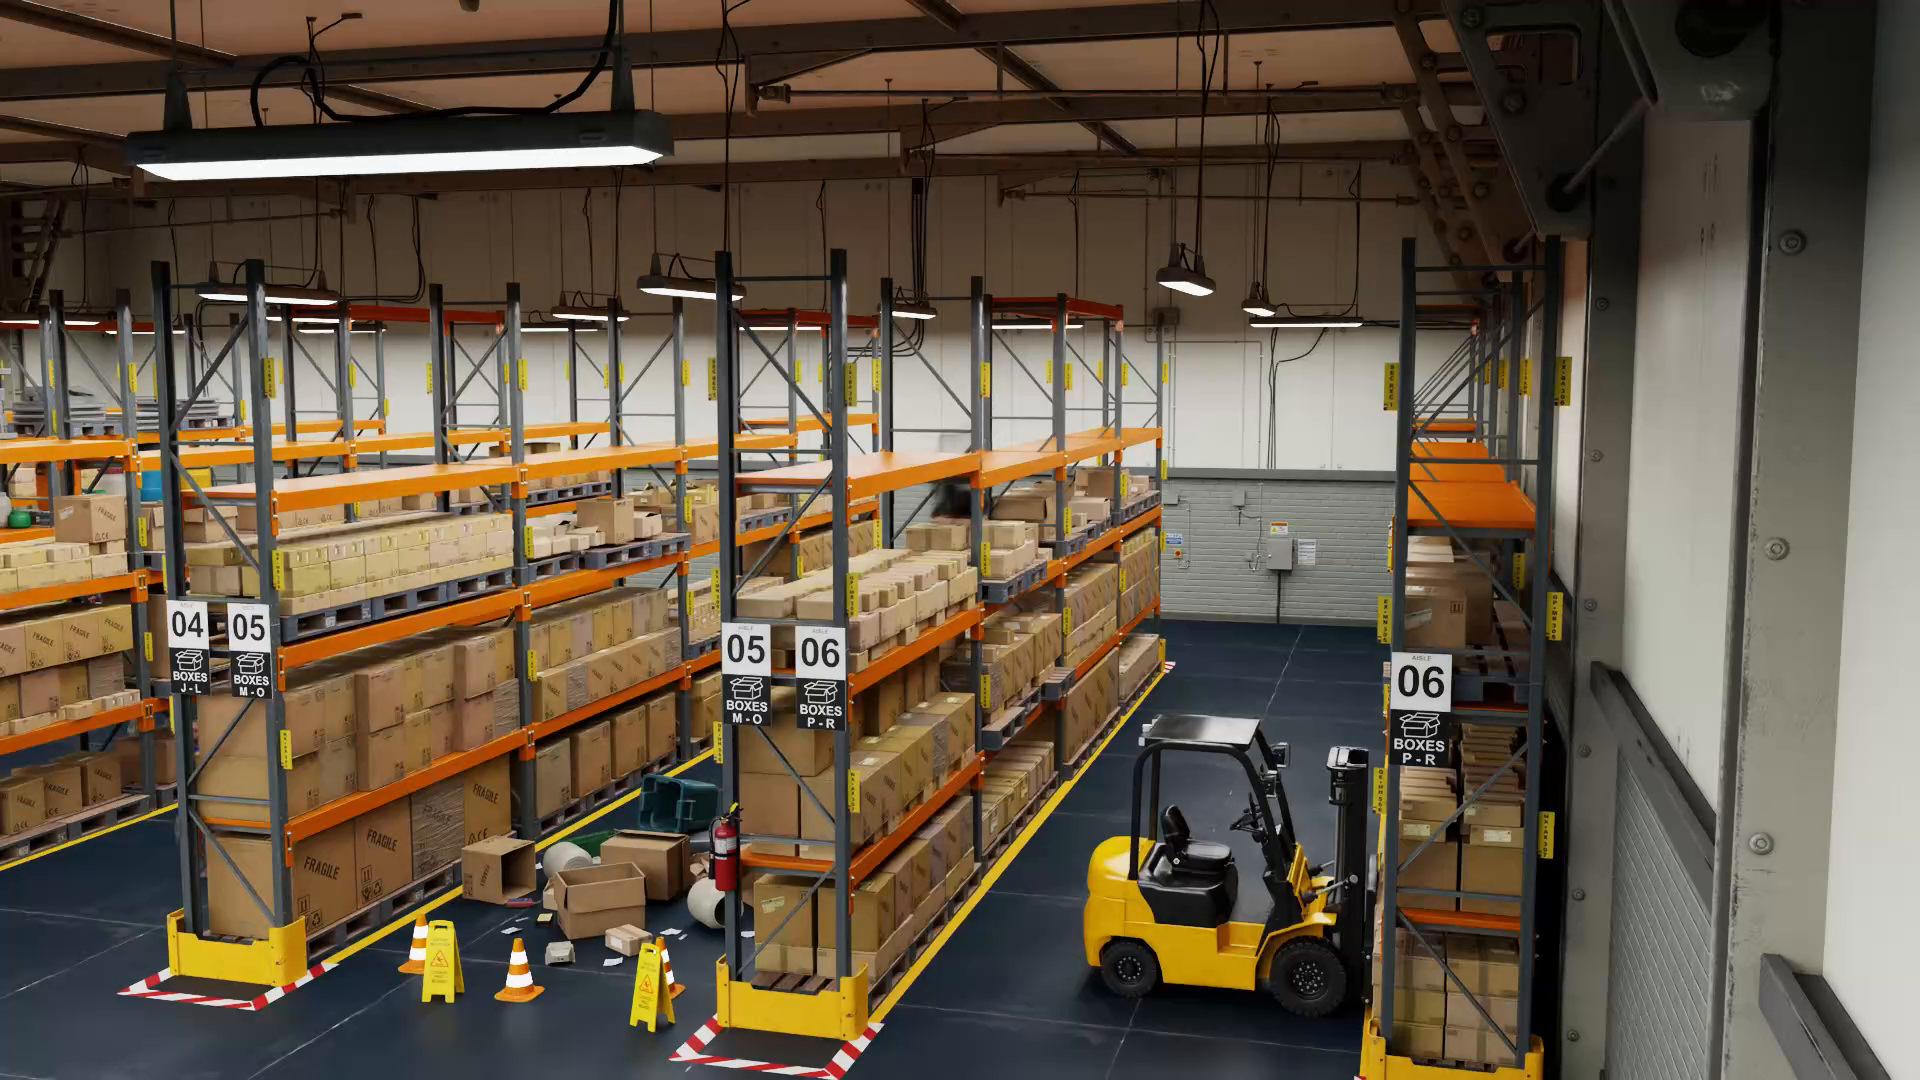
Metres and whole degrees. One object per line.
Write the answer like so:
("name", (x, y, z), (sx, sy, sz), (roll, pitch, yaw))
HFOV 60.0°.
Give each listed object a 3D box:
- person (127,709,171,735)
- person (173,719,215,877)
("person", (-11.176, 1.847, 22.824), (0.653, 1.760, 0.968), (0, 6, 4))
("person", (-7.633, 2.598, 16.651), (0.585, 1.626, 0.582), (0, 6, 3))
